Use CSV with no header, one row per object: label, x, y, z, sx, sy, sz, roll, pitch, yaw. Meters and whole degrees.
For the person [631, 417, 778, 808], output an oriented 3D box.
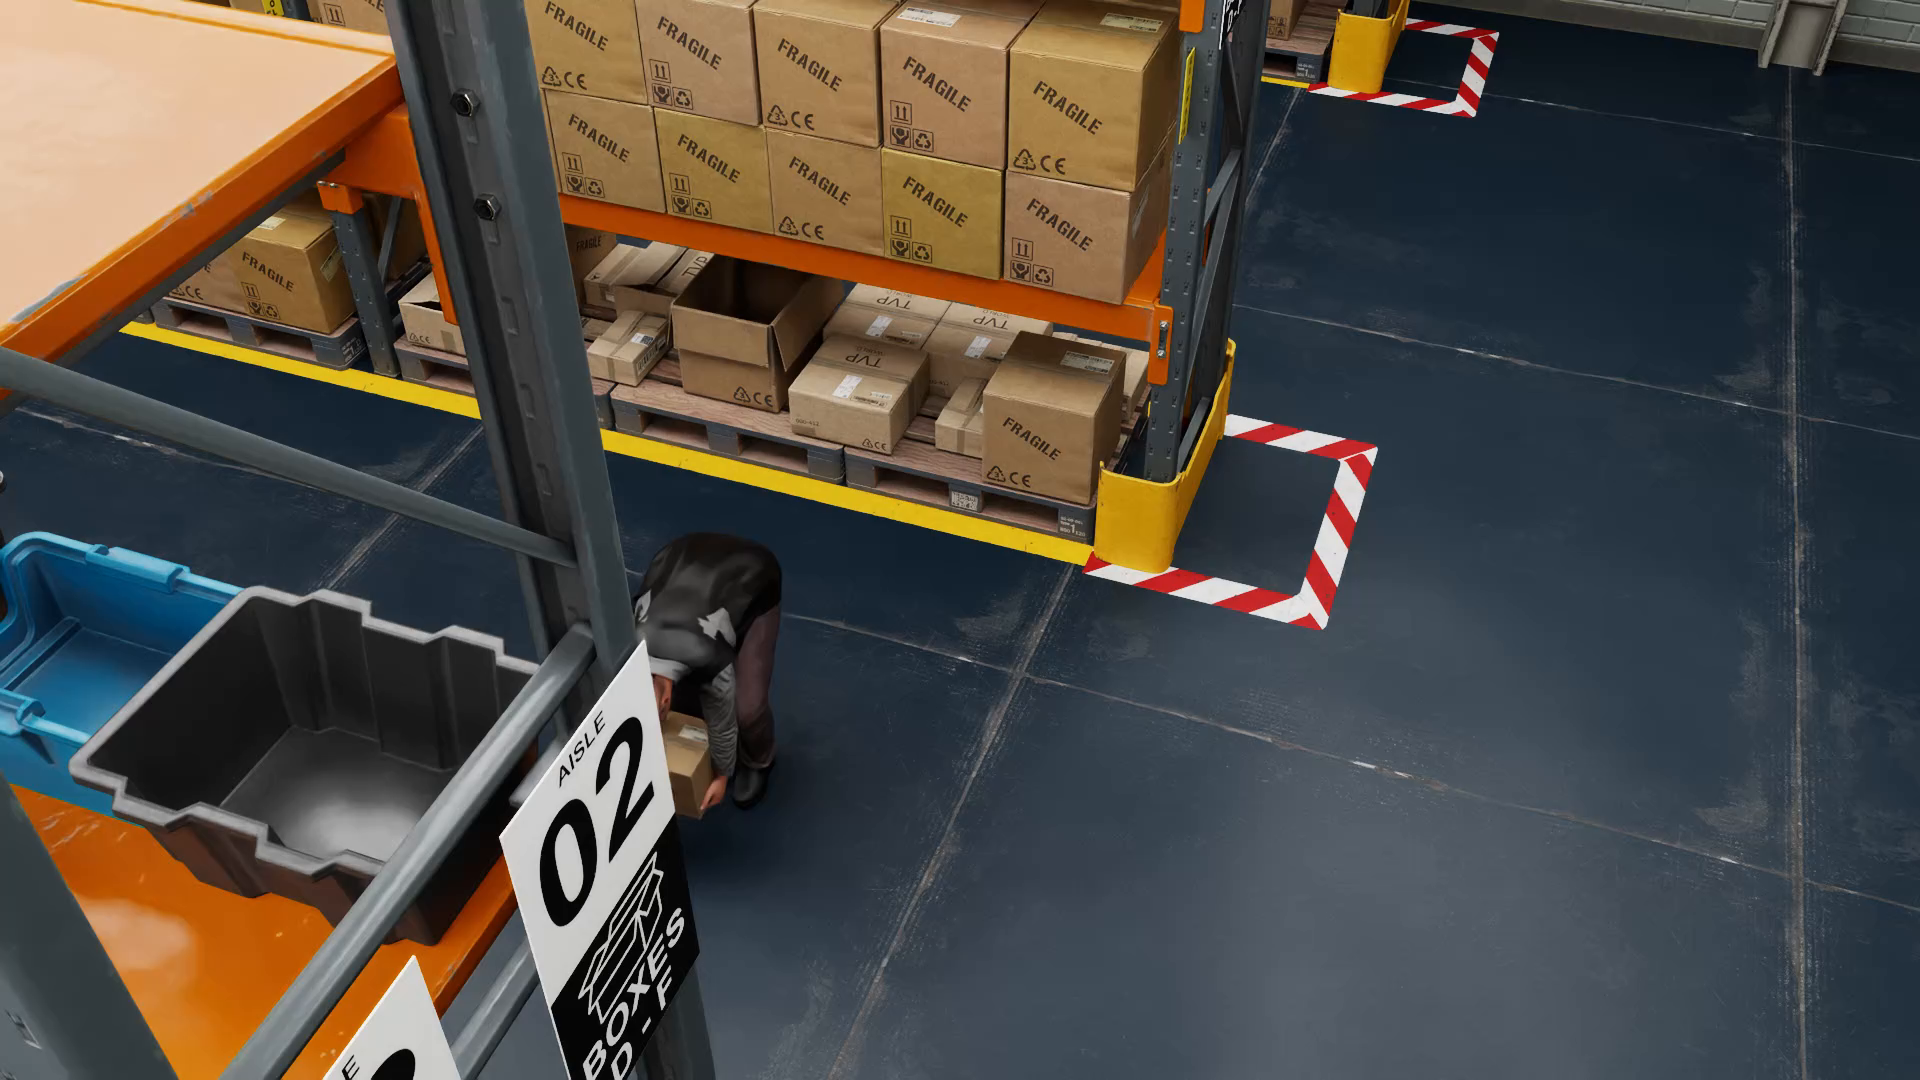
person,-0.885,0.268,5.883,0.488,1.713,0.574,13,43,14
